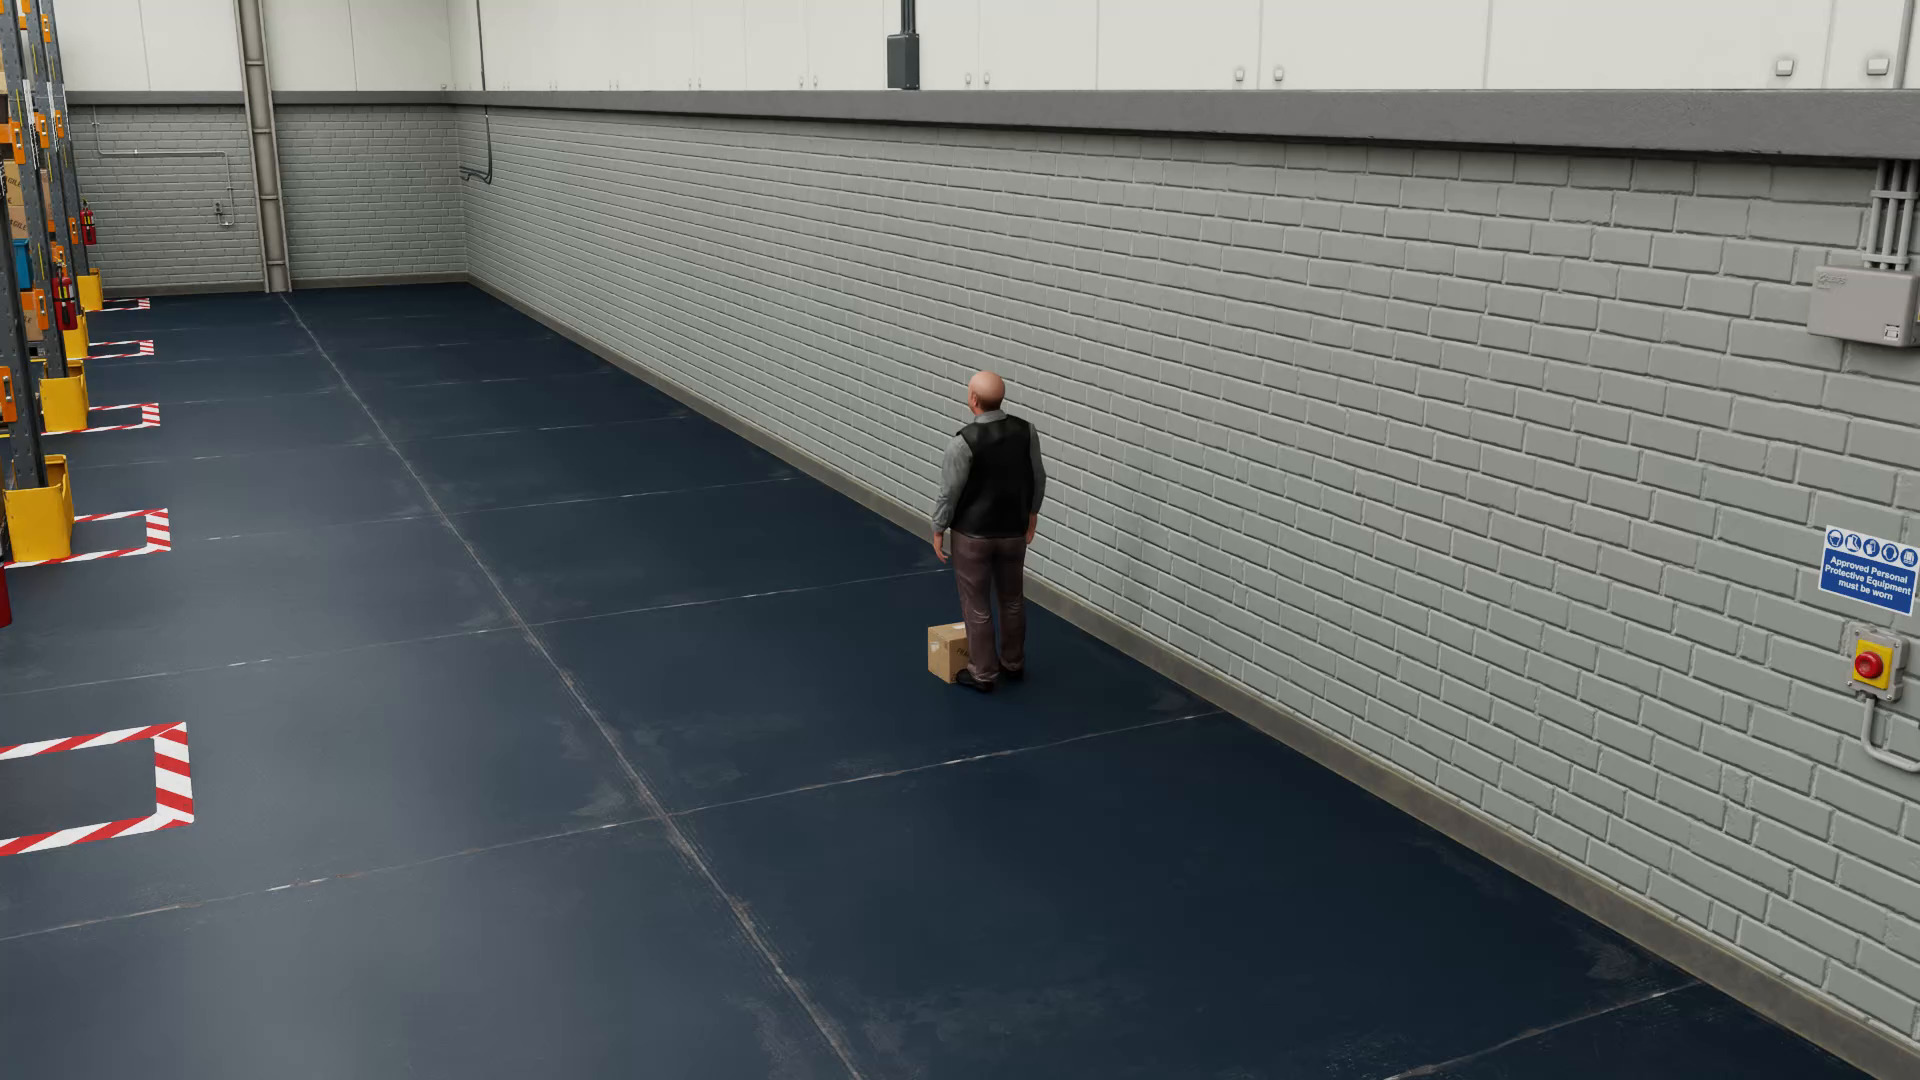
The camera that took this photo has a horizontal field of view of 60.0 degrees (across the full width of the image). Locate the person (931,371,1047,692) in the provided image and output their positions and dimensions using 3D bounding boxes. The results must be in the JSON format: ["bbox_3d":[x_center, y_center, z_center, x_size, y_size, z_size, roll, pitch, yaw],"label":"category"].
[{"bbox_3d":[0.121,-0.053,8.732,0.632,1.720,0.568,-7,17,-25],"label":"person"}]
